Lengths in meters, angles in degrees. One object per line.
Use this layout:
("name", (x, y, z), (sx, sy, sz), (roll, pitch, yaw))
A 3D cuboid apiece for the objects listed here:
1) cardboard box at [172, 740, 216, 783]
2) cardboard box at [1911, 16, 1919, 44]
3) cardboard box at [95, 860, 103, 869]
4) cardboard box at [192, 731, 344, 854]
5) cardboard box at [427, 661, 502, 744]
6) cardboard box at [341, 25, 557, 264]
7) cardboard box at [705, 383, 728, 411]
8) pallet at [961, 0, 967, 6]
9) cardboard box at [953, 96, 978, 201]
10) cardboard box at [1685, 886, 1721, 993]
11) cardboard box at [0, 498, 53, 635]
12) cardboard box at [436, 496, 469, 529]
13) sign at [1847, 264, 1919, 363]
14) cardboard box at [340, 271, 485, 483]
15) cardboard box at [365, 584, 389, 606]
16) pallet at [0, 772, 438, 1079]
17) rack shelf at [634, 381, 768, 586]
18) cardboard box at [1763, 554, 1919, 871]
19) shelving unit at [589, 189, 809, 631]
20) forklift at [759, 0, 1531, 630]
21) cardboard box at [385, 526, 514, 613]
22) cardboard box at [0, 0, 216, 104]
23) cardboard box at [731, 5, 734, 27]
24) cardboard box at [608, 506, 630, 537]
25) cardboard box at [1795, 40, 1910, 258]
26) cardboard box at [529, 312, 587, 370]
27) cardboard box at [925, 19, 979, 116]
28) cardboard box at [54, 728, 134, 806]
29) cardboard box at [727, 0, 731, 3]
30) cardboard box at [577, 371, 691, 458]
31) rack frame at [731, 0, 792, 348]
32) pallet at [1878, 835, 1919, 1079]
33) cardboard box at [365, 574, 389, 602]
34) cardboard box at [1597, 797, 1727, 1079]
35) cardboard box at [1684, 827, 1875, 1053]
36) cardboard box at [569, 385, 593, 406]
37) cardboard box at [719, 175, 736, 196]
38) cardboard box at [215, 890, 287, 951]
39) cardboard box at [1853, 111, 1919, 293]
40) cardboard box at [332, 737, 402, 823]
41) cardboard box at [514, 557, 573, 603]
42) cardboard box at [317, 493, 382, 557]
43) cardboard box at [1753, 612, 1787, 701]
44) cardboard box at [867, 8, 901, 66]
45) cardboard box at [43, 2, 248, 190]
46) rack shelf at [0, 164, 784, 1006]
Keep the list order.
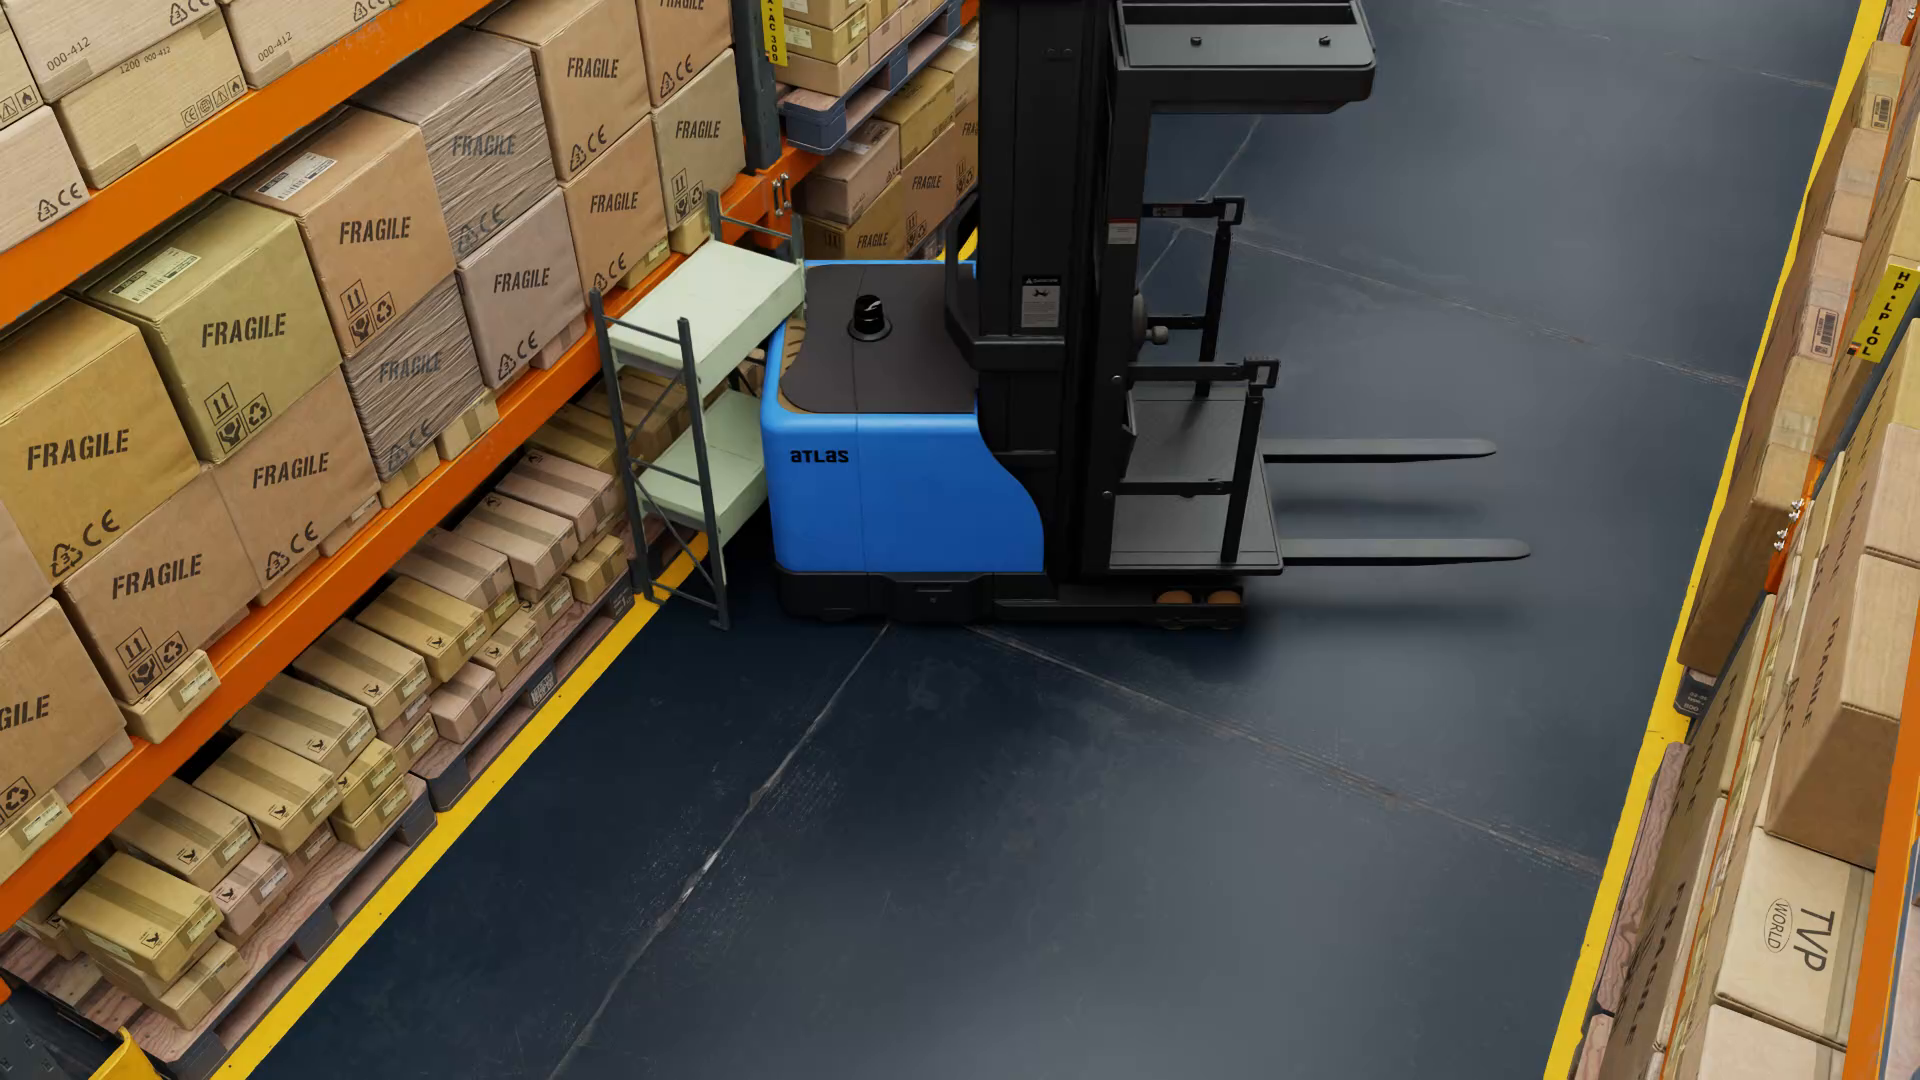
("cardboard box", (-2.810, 0.715, 5.715), (0.380, 0.149, 0.250), (19, 48, 17))
("cardboard box", (4.551, -2.438, 7.260), (0.500, 0.500, 0.500), (22, 49, 20))
("cardboard box", (-2.953, 0.978, 5.664), (0.380, 0.149, 0.250), (22, 49, 20))
("cardboard box", (-2.246, 0.817, 5.404), (0.380, 0.149, 0.250), (20, 49, 19))
("cardboard box", (-1.915, 0.554, 6.083), (0.380, 0.149, 0.250), (18, 48, 17))
("cardboard box", (-1.649, -1.261, 5.185), (0.500, 0.500, 0.500), (22, 49, 20))
("cardboard box", (-1.164, -0.573, 6.987), (0.380, 0.149, 0.250), (18, 48, 17))
("pallet", (-0.211, -2.992, 8.013), (1.003, 0.211, 1.213), (20, 49, 19))
("cardboard box", (-0.132, -2.116, 8.474), (0.500, 0.500, 0.500), (21, 49, 20))
("cardboard box", (2.007, 1.048, 4.062), (0.380, 0.149, 0.250), (19, 48, 18))
("cardboard box", (-2.599, 0.033, 3.906), (0.500, 0.500, 0.500), (20, 49, 19))
("cardboard box", (-2.127, -0.173, 6.383), (0.380, 0.149, 0.250), (19, 48, 17))
("sign", (2.676, -0.652, 4.806), (0.100, 0.325, 0.005), (20, 49, 19))
("cardboard box", (-1.893, -0.585, 5.220), (0.500, 0.500, 0.500), (19, 48, 18))
("cardboard box", (-2.259, 0.199, 6.434), (0.380, 0.149, 0.250), (22, 49, 20))
("pallet", (-2.598, 1.151, 5.743), (1.003, 0.211, 1.213), (20, 49, 19))
("rack shelf", (-0.932, -0.237, 6.649), (0.431, 0.370, 0.720), (19, 46, 20))
("cardboard box", (2.239, 0.440, 3.856), (0.500, 0.500, 0.500), (19, 48, 18))
("shelving unit", (-0.932, -0.475, 6.426), (0.431, 1.500, 0.755), (19, 46, 20))
("forklift", (0.775, -1.052, 6.009), (3.031, 2.935, 1.130), (0, 45, 0))
("cardboard box", (-1.873, 0.121, 6.092), (0.380, 0.149, 0.250), (21, 49, 19))
("cardboard box", (-2.122, -1.292, 3.843), (0.500, 0.250, 0.500), (21, 49, 19))
("cardboard box", (-1.056, -2.339, 7.114), (0.380, 0.149, 0.250), (21, 49, 19))
("cardboard box", (-1.556, -0.137, 6.765), (0.380, 0.149, 0.250), (19, 48, 18))
("cardboard box", (4.679, -1.592, 7.693), (1.225, 0.875, 0.875), (18, 48, 17))
("cardboard box", (-1.552, -0.773, 5.861), (0.380, 0.149, 0.250), (18, 48, 17))
("cardboard box", (-0.123, -2.368, 8.196), (0.500, 0.250, 0.500), (22, 49, 20))
("cardboard box", (-2.520, 0.538, 4.566), (0.380, 0.149, 0.250), (22, 49, 20))
("cardboard box", (-1.175, -2.280, 6.847), (0.380, 0.149, 0.250), (22, 49, 20))
("cardboard box", (-1.313, -0.512, 6.718), (0.380, 0.149, 0.250), (20, 49, 19))
("rack frame", (-1.185, -1.801, 6.701), (1.000, 3.000, 0.127), (20, 49, 19))
("pallet", (1.639, 0.926, 1.959), (1.003, 0.211, 1.213), (20, 49, 19))
("cardboard box", (-2.343, 0.046, 6.375), (0.380, 0.149, 0.250), (21, 49, 19))
("cardboard box", (2.366, 1.456, 4.680), (0.875, 0.875, 0.875), (20, 49, 19))
("cardboard box", (2.004, 1.006, 3.823), (0.500, 0.250, 0.500), (21, 49, 19))
("cardboard box", (-1.756, -0.574, 6.988), (0.380, 0.149, 0.250), (20, 49, 19))
("cardboard box", (-1.110, -1.455, 6.536), (0.380, 0.149, 0.250), (20, 49, 19))
("cardboard box", (-2.466, 1.157, 5.486), (0.380, 0.149, 0.250), (20, 49, 19))
("cardboard box", (3.608, -1.160, 5.997), (0.500, 0.500, 0.500), (20, 49, 19))
("cardboard box", (-2.144, 0.761, 5.669), (0.380, 0.149, 0.250), (22, 49, 20))
("cardboard box", (-1.720, 0.057, 6.365), (0.380, 0.149, 0.250), (18, 48, 17))
("cardboard box", (-2.061, -0.132, 5.228), (0.380, 0.149, 0.250), (20, 49, 18))
("cardboard box", (2.485, 0.397, 4.705), (0.380, 0.149, 0.250), (22, 49, 20))
("cardboard box", (-0.471, -2.133, 6.910), (0.380, 0.149, 0.250), (21, 49, 20))
("cardboard box", (-2.131, -1.140, 4.044), (0.500, 0.250, 0.500), (19, 48, 18))
("rack shelf", (-2.114, -0.288, 5.711), (1.077, 0.370, 4.000), (20, 49, 19))
